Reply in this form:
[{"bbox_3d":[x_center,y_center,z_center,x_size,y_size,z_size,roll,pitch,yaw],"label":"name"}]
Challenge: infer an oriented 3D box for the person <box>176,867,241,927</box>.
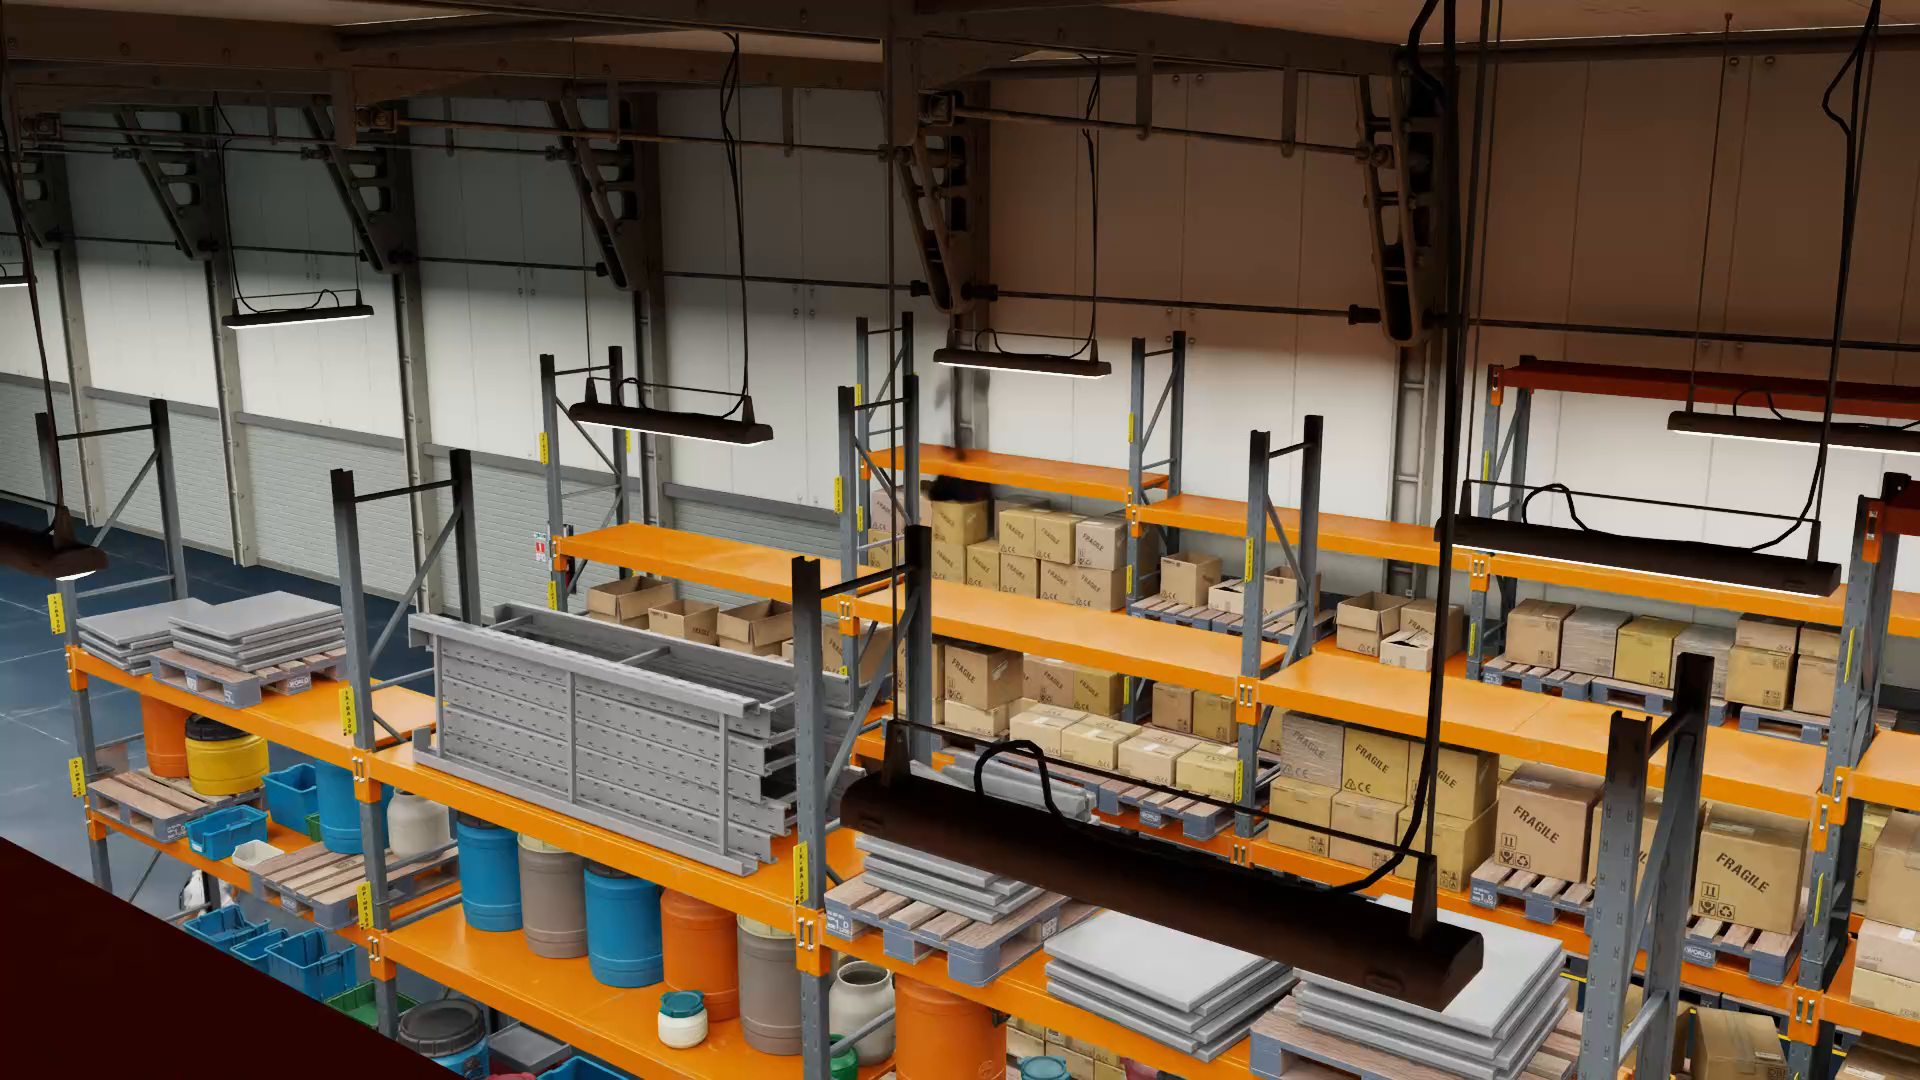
[{"bbox_3d":[-7.186,3.663,15.959,0.641,1.639,0.657,4,14,15],"label":"person"}]
